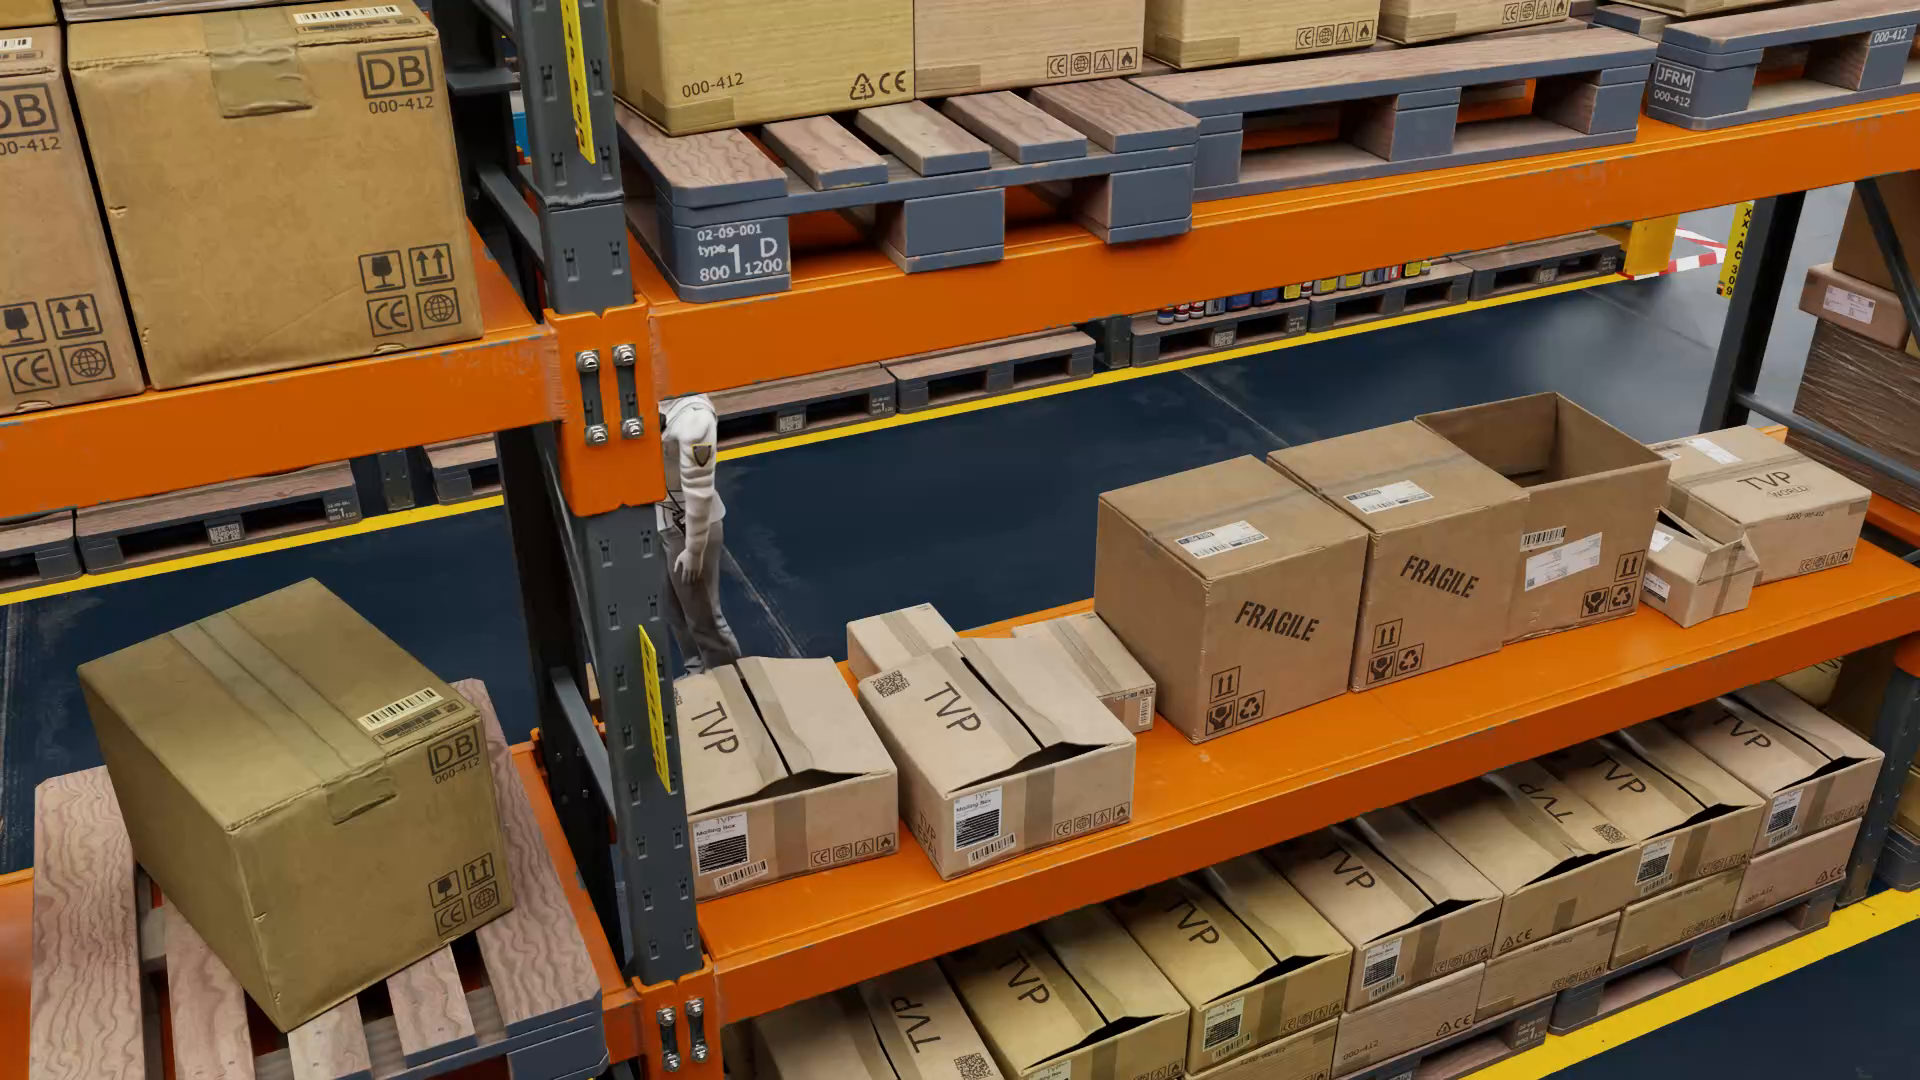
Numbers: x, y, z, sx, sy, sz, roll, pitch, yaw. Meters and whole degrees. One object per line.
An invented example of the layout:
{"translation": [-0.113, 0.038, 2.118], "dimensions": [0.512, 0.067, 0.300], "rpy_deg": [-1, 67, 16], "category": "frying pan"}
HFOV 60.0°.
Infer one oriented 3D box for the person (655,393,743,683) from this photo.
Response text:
{"translation": [-1.029, -0.026, 6.228], "dimensions": [0.357, 1.752, 0.468], "rpy_deg": [-13, 32, -21], "category": "person"}
